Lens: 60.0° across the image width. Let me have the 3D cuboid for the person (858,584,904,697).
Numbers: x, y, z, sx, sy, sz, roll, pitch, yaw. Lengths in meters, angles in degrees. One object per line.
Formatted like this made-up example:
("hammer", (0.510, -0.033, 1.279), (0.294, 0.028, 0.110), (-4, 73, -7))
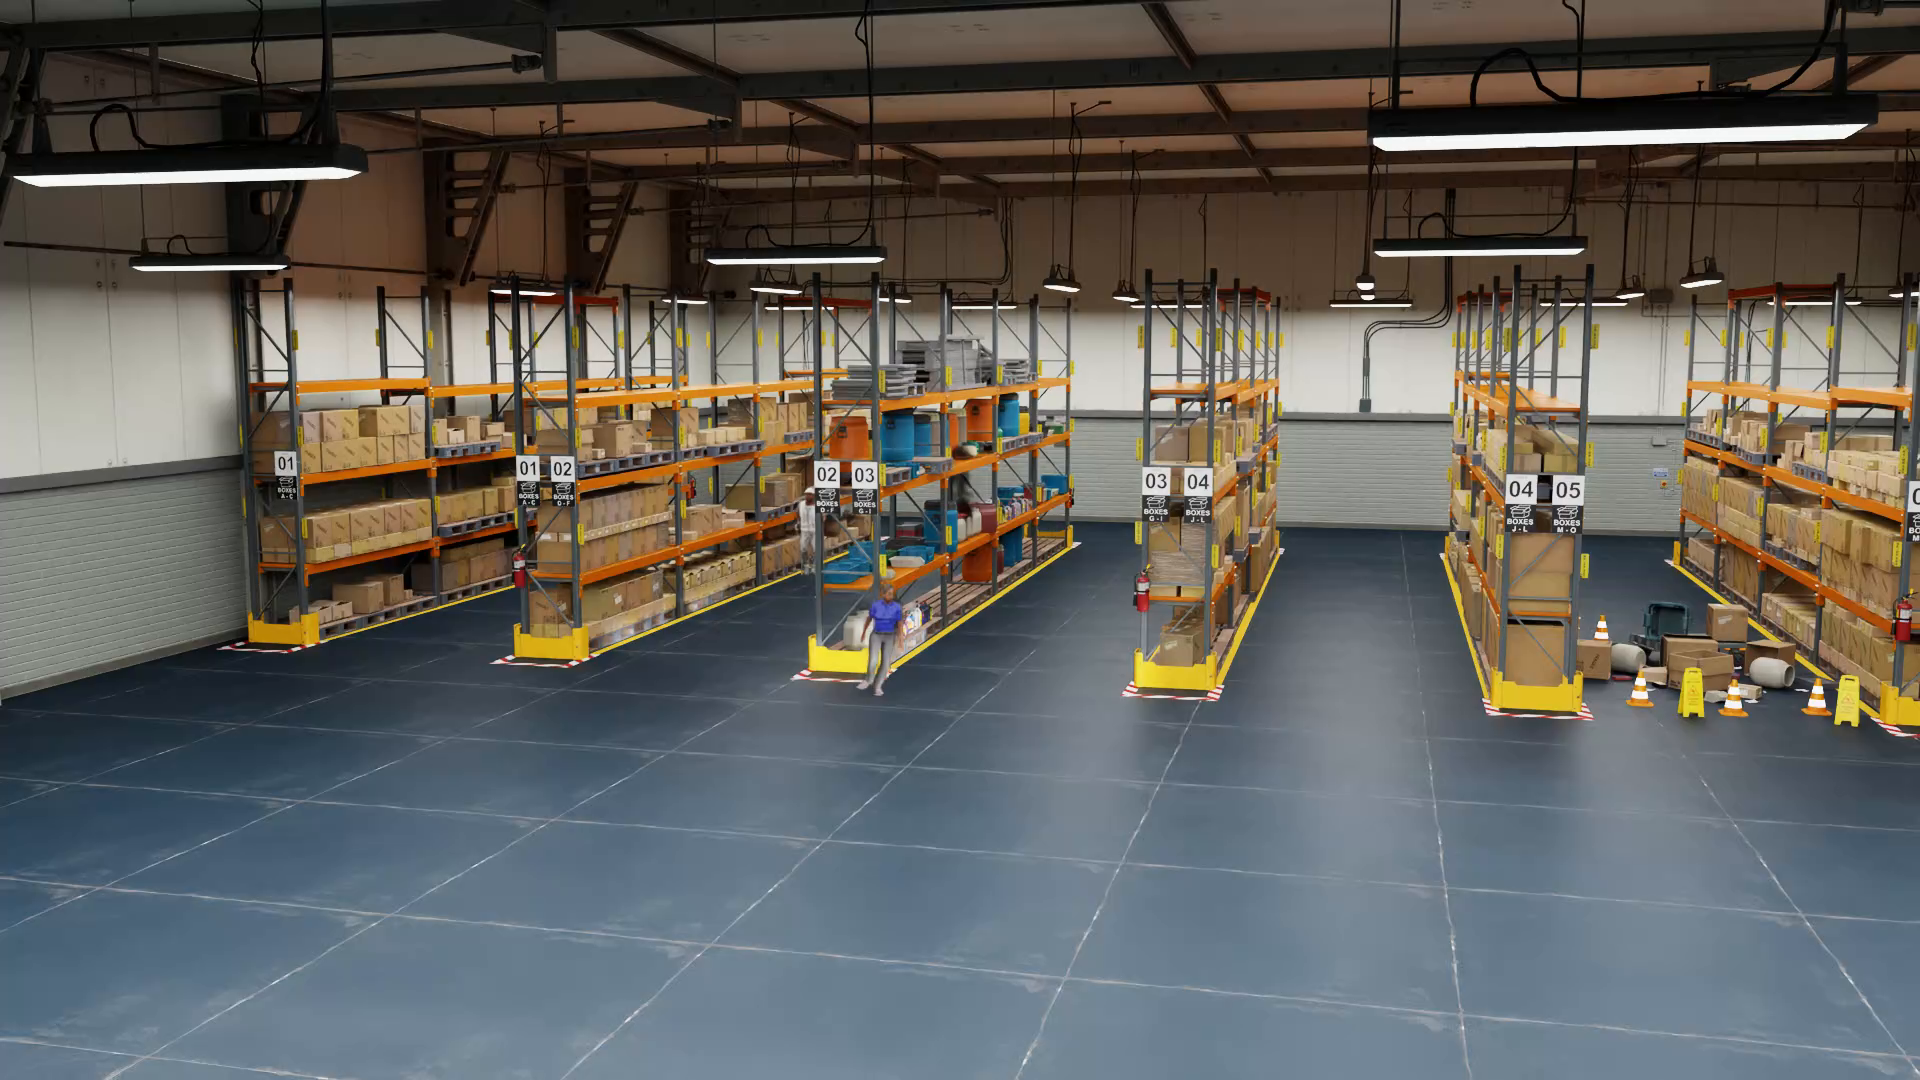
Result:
("person", (-1.119, 1.414, 23.450), (0.609, 1.635, 0.545), (-2, 7, -17))

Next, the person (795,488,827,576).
("person", (-3.026, -0.159, 33.426), (0.675, 1.786, 0.636), (1, 7, 9))

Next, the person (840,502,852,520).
("person", (-2.999, -1.196, 44.415), (0.909, 1.835, 0.680), (5, 9, 37))
